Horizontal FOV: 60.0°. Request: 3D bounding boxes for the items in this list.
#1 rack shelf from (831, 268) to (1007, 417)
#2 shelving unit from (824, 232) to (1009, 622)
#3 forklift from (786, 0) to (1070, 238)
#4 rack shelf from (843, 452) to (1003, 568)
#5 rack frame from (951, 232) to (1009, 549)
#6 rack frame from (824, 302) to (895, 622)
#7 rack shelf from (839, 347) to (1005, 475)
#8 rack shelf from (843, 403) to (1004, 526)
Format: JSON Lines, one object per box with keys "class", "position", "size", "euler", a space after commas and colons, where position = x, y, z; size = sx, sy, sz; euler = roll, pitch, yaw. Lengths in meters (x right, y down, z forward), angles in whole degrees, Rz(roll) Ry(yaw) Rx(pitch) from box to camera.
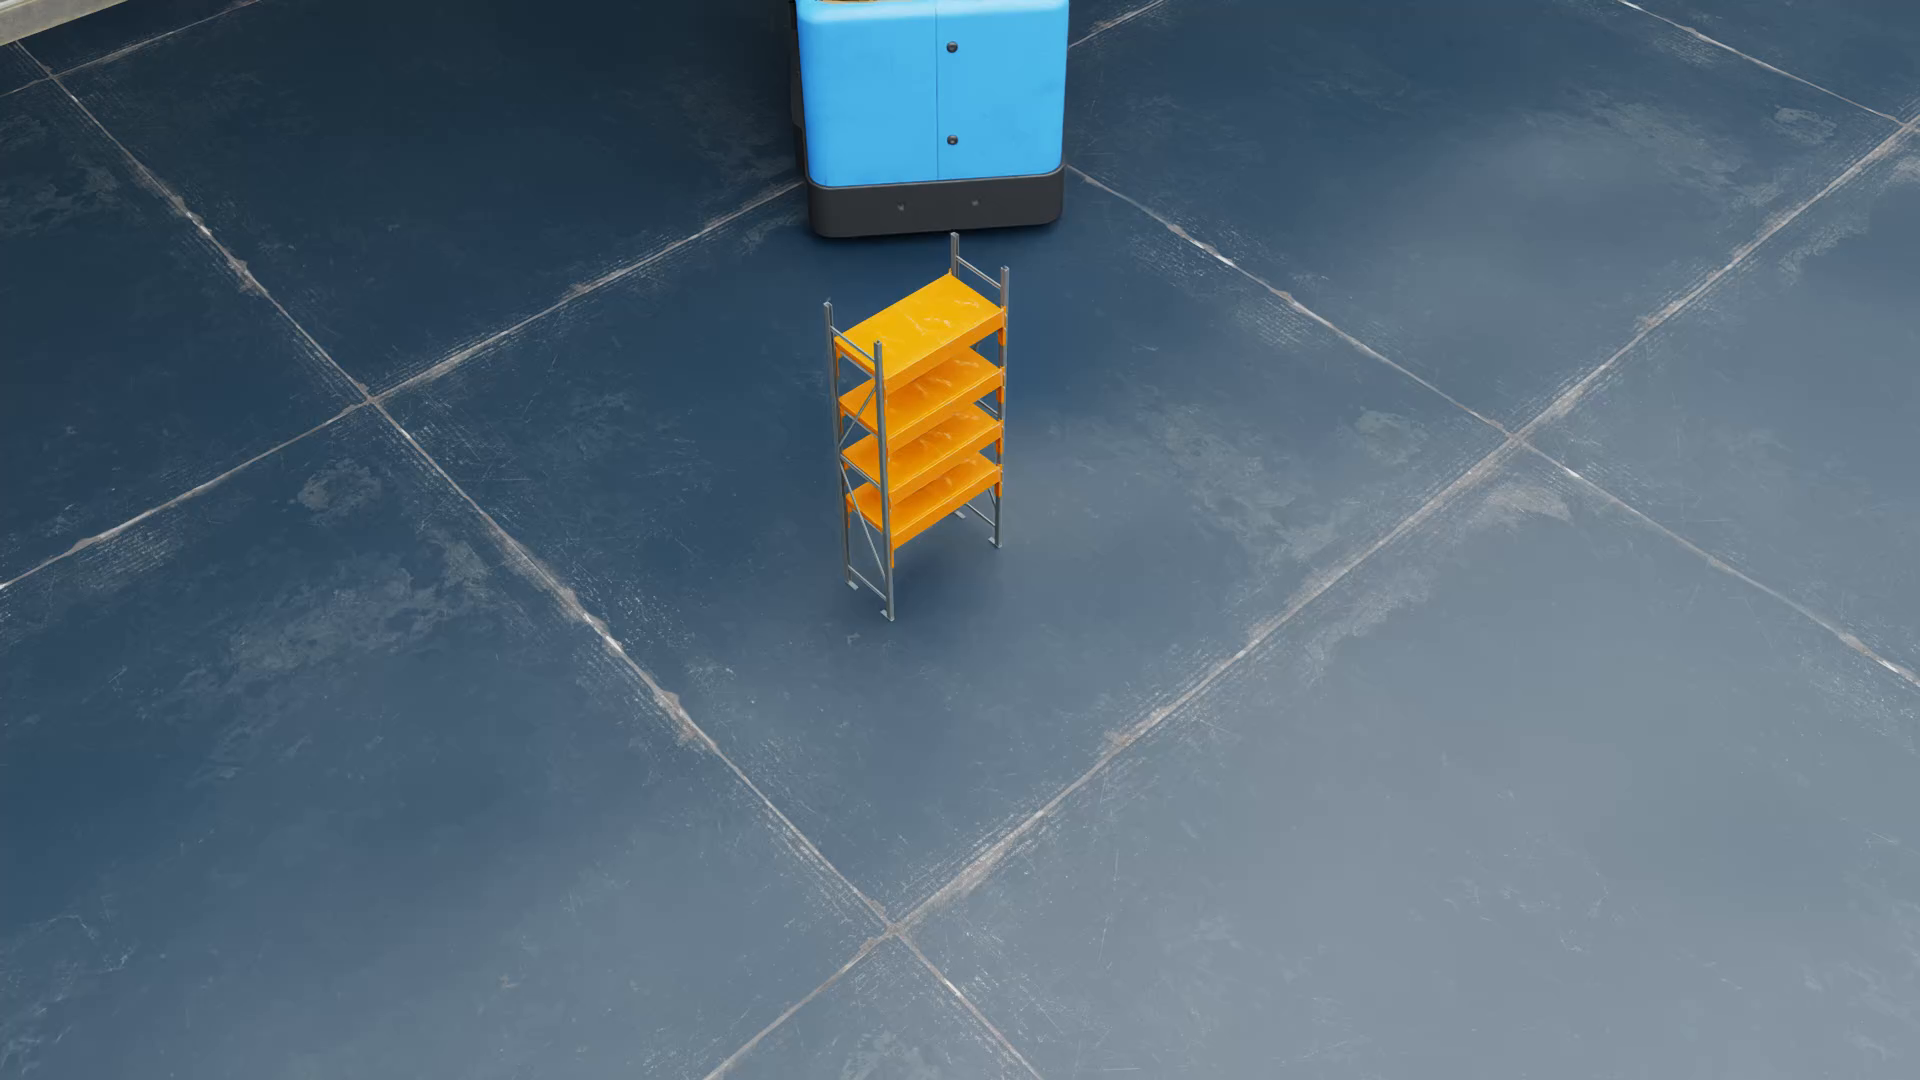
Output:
{"class": "rack shelf", "position": [-0.122, -0.592, 4.945], "size": [0.480, 0.148, 0.258], "euler": [-34, 56, -27]}
{"class": "shelving unit", "position": [-0.122, -0.325, 5.234], "size": [0.503, 1.200, 0.258], "euler": [-34, 56, -27]}
{"class": "forklift", "position": [-0.245, -3.318, 6.817], "size": [1.130, 2.935, 3.031], "euler": [-4, 47, -4]}
{"class": "rack shelf", "position": [-0.122, -0.145, 5.429], "size": [0.480, 0.148, 0.258], "euler": [-34, 56, -27]}
{"class": "rack frame", "position": [0.058, -0.446, 5.345], "size": [0.015, 1.200, 0.240], "euler": [-34, 56, -27]}
{"class": "rack frame", "position": [-0.303, -0.204, 5.122], "size": [0.015, 1.200, 0.240], "euler": [-34, 56, -27]}
{"class": "rack shelf", "position": [-0.122, -0.431, 5.119], "size": [0.480, 0.148, 0.258], "euler": [-34, 56, -27]}
{"class": "rack shelf", "position": [-0.122, -0.279, 5.283], "size": [0.480, 0.148, 0.258], "euler": [-34, 56, -27]}
